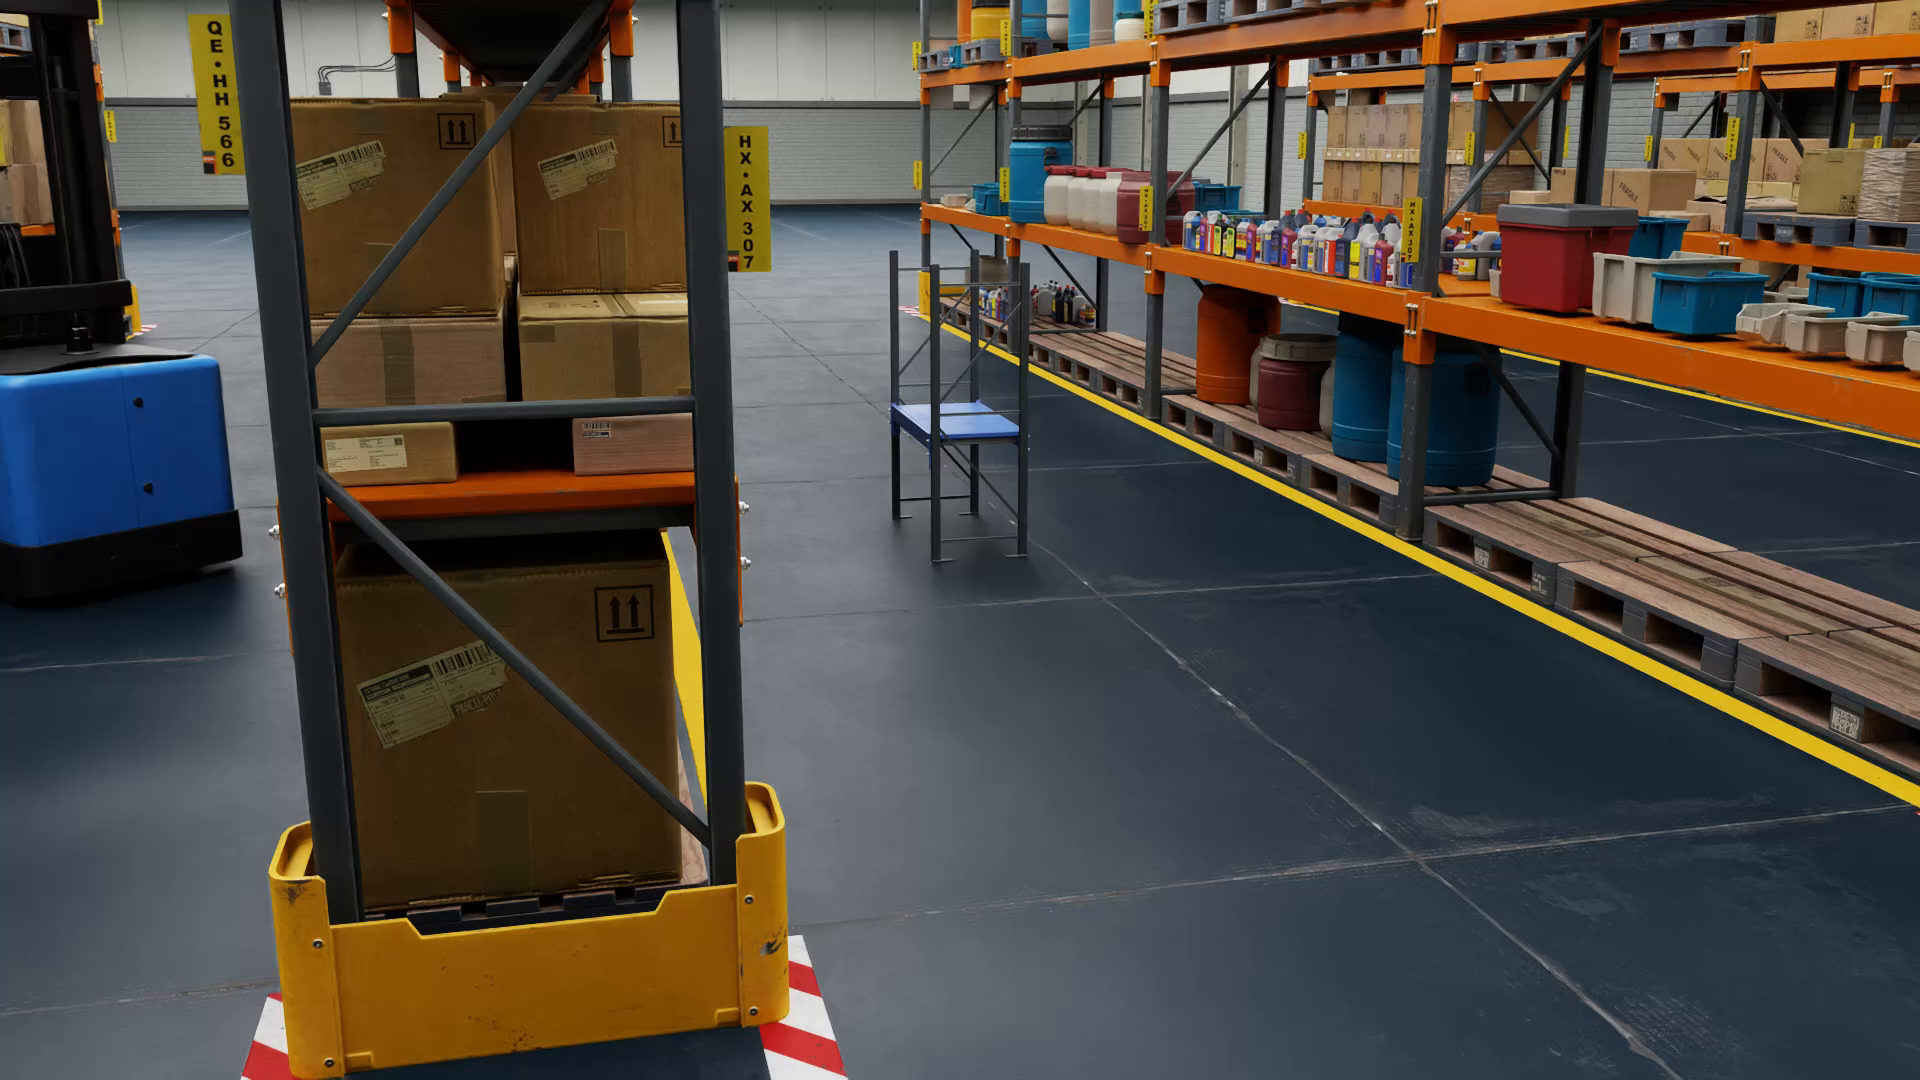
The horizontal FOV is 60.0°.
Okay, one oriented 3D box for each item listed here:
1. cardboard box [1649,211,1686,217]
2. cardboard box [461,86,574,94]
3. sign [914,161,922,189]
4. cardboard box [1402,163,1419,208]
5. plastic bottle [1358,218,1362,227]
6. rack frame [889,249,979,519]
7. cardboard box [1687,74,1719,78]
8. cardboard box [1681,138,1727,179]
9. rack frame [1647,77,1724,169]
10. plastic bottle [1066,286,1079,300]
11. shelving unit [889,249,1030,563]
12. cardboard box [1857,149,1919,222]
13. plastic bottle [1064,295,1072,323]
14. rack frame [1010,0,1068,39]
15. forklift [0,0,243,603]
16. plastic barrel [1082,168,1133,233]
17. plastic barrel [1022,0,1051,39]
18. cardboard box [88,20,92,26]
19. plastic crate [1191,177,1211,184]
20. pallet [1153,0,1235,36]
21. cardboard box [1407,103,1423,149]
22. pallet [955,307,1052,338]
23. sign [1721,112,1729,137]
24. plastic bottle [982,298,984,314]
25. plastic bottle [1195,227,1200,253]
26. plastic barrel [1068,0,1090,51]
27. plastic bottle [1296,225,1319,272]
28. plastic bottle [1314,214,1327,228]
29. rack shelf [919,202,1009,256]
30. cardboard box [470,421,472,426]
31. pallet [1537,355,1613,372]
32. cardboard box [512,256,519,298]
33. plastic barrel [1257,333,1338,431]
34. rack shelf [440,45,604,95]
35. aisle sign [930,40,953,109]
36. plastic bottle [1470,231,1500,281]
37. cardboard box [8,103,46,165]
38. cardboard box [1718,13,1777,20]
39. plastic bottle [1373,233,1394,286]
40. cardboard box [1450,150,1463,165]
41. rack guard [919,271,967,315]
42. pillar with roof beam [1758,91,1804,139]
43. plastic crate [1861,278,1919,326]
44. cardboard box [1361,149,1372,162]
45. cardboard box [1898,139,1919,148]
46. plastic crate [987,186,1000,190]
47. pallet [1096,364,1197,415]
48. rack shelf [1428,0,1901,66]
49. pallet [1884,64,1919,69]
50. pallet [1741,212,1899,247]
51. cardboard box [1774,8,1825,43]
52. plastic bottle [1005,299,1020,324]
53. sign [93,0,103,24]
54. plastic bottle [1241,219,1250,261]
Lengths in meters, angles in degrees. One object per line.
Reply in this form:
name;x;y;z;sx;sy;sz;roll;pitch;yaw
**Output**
cardboard box;6.372;-2.853;14.812;0.380;0.149;0.250;-2;14;-9
cardboard box;-3.792;-3.359;14.208;1.000;1.000;1.000;-3;14;-13
sign;-0.504;-4.359;19.864;0.100;0.325;0.005;-3;14;-13
cardboard box;5.433;-3.994;18.745;0.700;0.500;0.500;-3;14;-12
plastic bottle;2.592;-1.968;10.907;0.061;0.283;0.133;-3;14;-13
rack frame;-0.139;-0.866;9.310;0.500;1.500;0.032;-3;14;-13
cardboard box;9.589;-6.105;21.020;0.500;0.500;0.500;-2;14;-9
cardboard box;9.588;-4.866;21.217;0.500;0.500;0.500;-3;14;-13
rack frame;9.662;-4.806;22.279;1.000;3.000;0.127;-3;14;-13
plastic bottle;1.185;-2.467;17.360;0.144;0.351;0.185;-3;14;-12
shelving unit;-0.020;-0.748;8.830;0.538;1.500;1.048;-3;14;-13
cardboard box;7.013;-2.575;12.053;0.700;0.500;0.500;-1;14;-3
plastic bottle;1.117;-2.390;17.187;0.061;0.283;0.133;-3;14;-13
rack frame;0.972;-6.245;15.529;1.000;3.000;0.127;-3;14;-13
forklift;-5.048;-1.398;8.472;3.031;2.935;1.130;11;17;37
plastic barrel;1.257;-2.895;14.170;0.433;0.535;0.433;0;14;0
plastic barrel;0.842;-5.471;16.740;0.600;0.901;0.708;-3;14;-13
cardboard box;-9.241;-5.409;17.019;0.500;0.250;0.500;-3;14;-12
plastic crate;1.829;-2.829;14.052;0.402;0.464;0.583;-3;14;-13
pallet;1.996;-3.592;11.386;1.003;0.211;1.213;-3;14;-13
cardboard box;5.440;-4.619;18.569;0.700;0.500;0.500;-3;14;-13
pallet;0.564;-2.416;18.370;1.003;0.211;1.213;-3;14;-13
sign;10.206;-5.548;22.211;0.100;0.325;0.005;-3;14;-13
plastic bottle;0.282;-2.548;18.004;0.097;0.201;0.097;0;14;0
plastic bottle;1.722;-2.143;11.798;0.097;0.201;0.097;0;14;0
plastic barrel;1.302;-4.927;15.395;0.600;0.901;0.708;-3;14;-13
plastic bottle;2.153;-1.783;10.168;0.152;0.276;0.135;-3;14;-13
plastic bottle;2.530;-2.150;11.680;0.097;0.271;0.097;0;14;0
rack shelf;0.502;-3.443;18.215;1.077;0.370;4.000;-3;14;-13
cardboard box;-1.607;-0.404;4.791;0.380;0.149;0.250;-3;14;-12
pallet;6.288;-1.802;15.858;1.003;0.211;1.213;-3;14;-13
cardboard box;-1.869;-0.924;6.078;0.500;0.250;0.500;-3;14;-12
plastic barrel;2.308;-1.068;11.176;0.600;0.588;0.708;-3;14;-13
rack shelf;-3.373;-3.701;12.952;1.077;0.370;4.000;-3;14;-13
aisle sign;-0.269;-5.517;19.711;0.394;0.787;0.004;-3;14;-13
plastic bottle;3.026;-1.638;9.571;0.152;0.276;0.135;-3;14;-13
cardboard box;-8.976;-3.739;15.320;0.875;0.550;0.550;-3;14;-13
cardboard box;6.565;-4.373;13.618;0.500;0.250;0.500;-4;14;-17
plastic bottle;2.345;-1.553;9.208;0.061;0.283;0.133;-3;14;-13
cardboard box;5.459;-4.078;17.721;0.380;0.149;0.250;-4;14;-14
rack guard;0.096;-3.025;20.254;1.175;0.500;0.348;-3;14;-13
pillar with roof beam;6.483;-7.367;20.121;9.100;9.000;0.400;-3;14;-13
plastic crate;3.743;-0.890;6.475;0.416;0.233;0.300;-3;14;-13
cardboard box;4.975;-4.552;19.662;0.380;0.149;0.250;-4;14;-15
cardboard box;10.694;-4.304;18.919;0.500;0.500;0.500;-4;14;-14
plastic crate;0.588;-3.933;19.017;0.499;0.251;0.408;-3;14;-13
pallet;1.767;-1.235;13.536;1.003;0.211;1.213;-3;14;-13
rack shelf;3.320;-2.132;6.528;1.077;0.370;4.000;-3;14;-13
pallet;10.643;-5.101;17.561;1.213;0.211;1.003;-3;14;-13
pallet;6.954;-2.438;12.990;1.213;0.211;1.003;-3;14;-13
cardboard box;6.862;-4.090;12.819;0.910;0.500;0.500;-3;14;-13
plastic bottle;0.540;-2.390;17.046;0.144;0.351;0.185;-4;14;-15
sign;-9.097;-5.600;17.511;0.100;0.325;0.005;-3;14;-13
plastic bottle;1.916;-1.986;11.009;0.097;0.271;0.097;0;14;0
